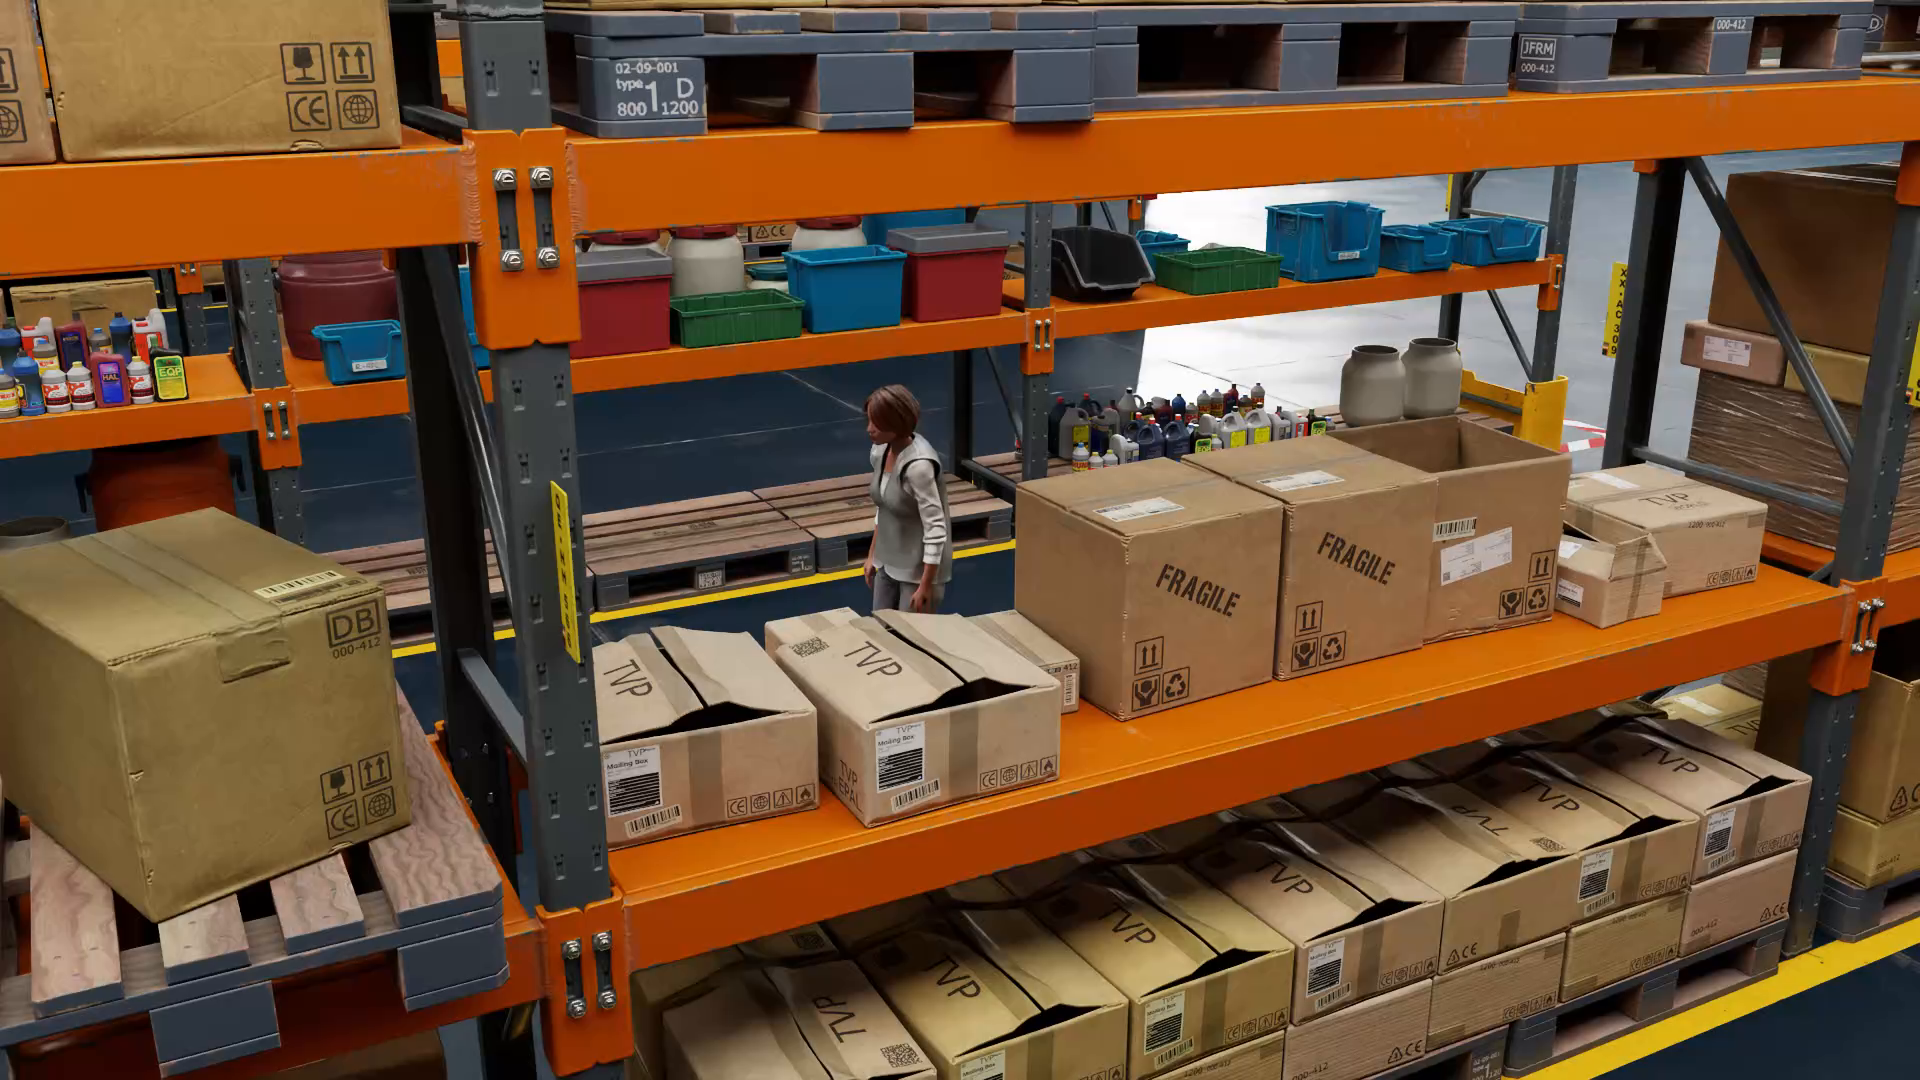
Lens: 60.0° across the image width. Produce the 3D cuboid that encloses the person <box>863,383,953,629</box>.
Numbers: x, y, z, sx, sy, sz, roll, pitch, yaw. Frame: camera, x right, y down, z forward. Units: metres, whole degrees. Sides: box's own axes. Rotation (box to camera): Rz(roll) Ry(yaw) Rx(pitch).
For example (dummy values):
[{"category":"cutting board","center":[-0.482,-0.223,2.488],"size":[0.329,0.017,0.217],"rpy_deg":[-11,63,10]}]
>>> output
[{"category":"person","center":[-0.219,0.145,6.650],"size":[0.343,1.593,0.480],"rpy_deg":[-11,22,-29]}]
